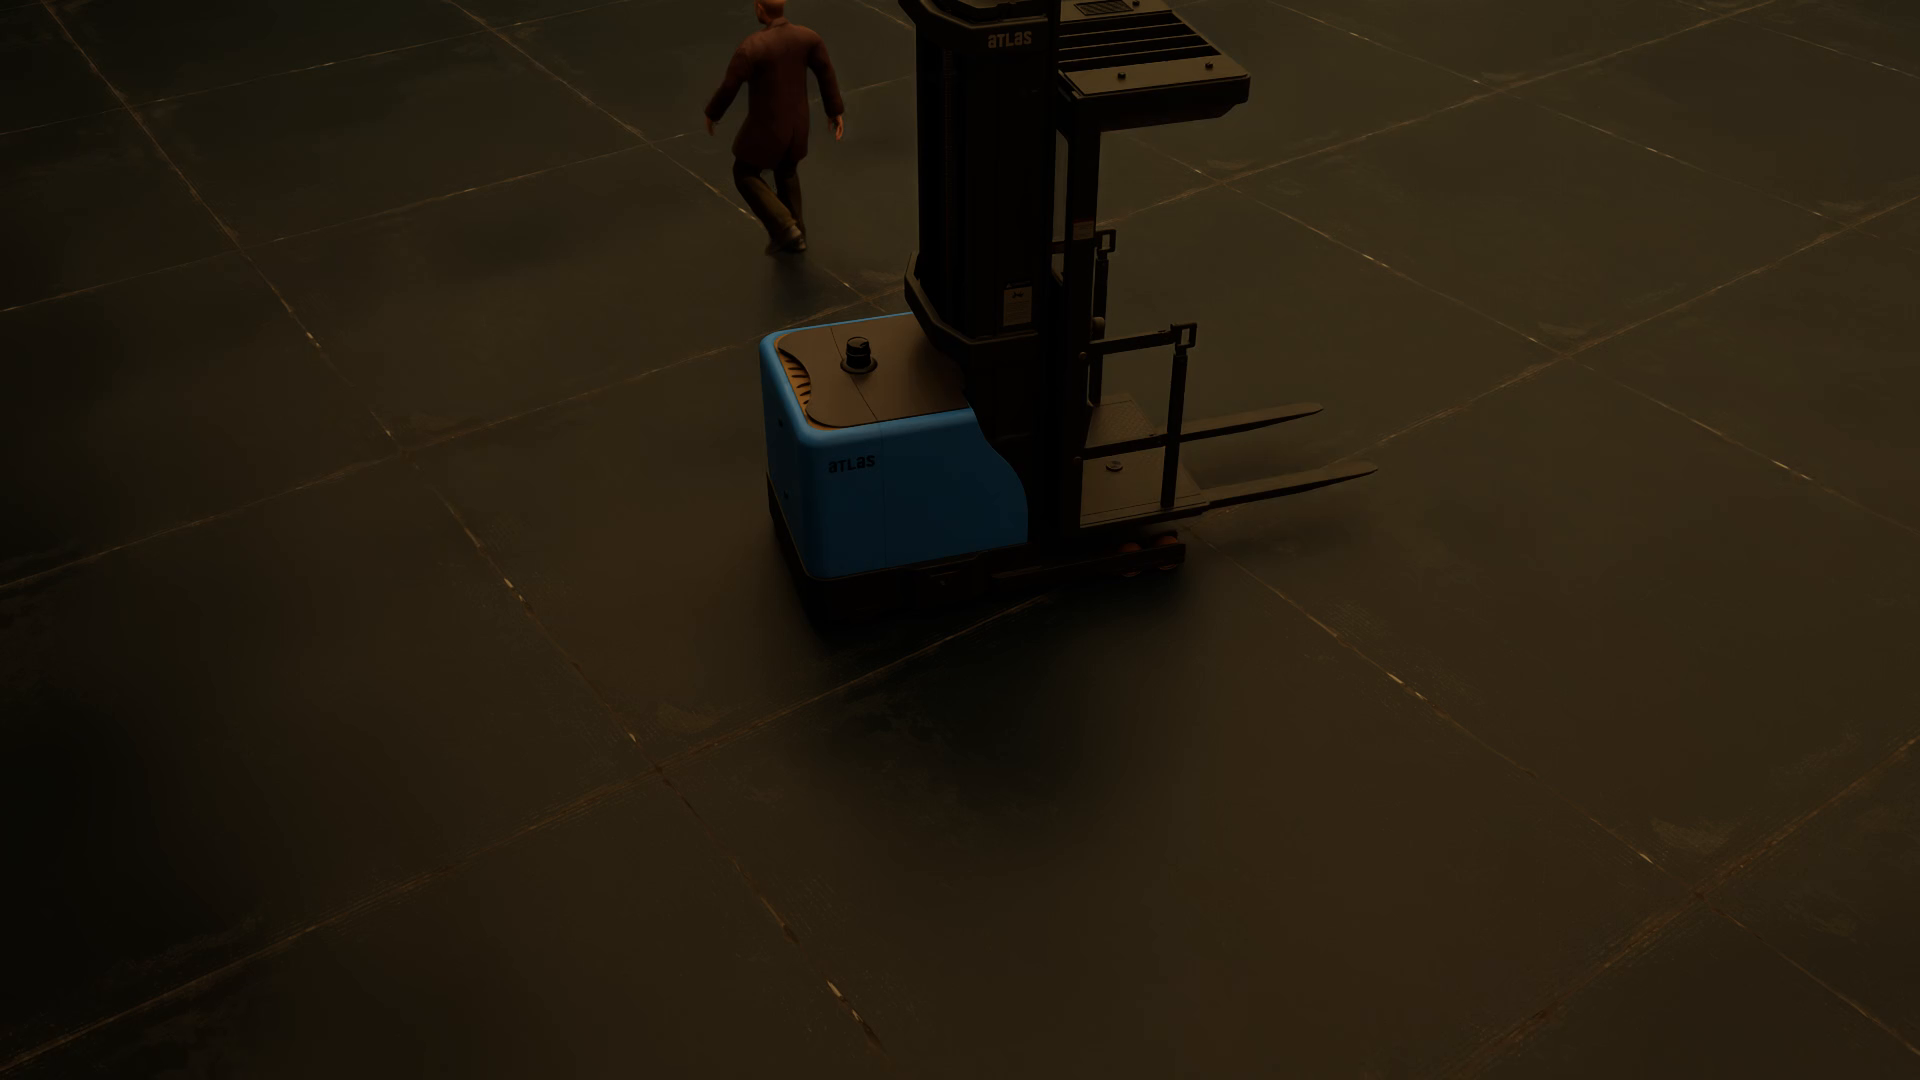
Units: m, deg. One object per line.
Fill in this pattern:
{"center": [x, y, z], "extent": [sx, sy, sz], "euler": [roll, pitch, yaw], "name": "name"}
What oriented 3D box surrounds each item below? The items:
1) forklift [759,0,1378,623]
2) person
{"center": [0.602, -1.288, 7.687], "extent": [3.031, 2.935, 1.130], "euler": [-10, 38, -14], "name": "forklift"}
{"center": [-1.138, -2.615, 10.471], "extent": [0.826, 1.760, 0.598], "euler": [-27, 44, -32], "name": "person"}
